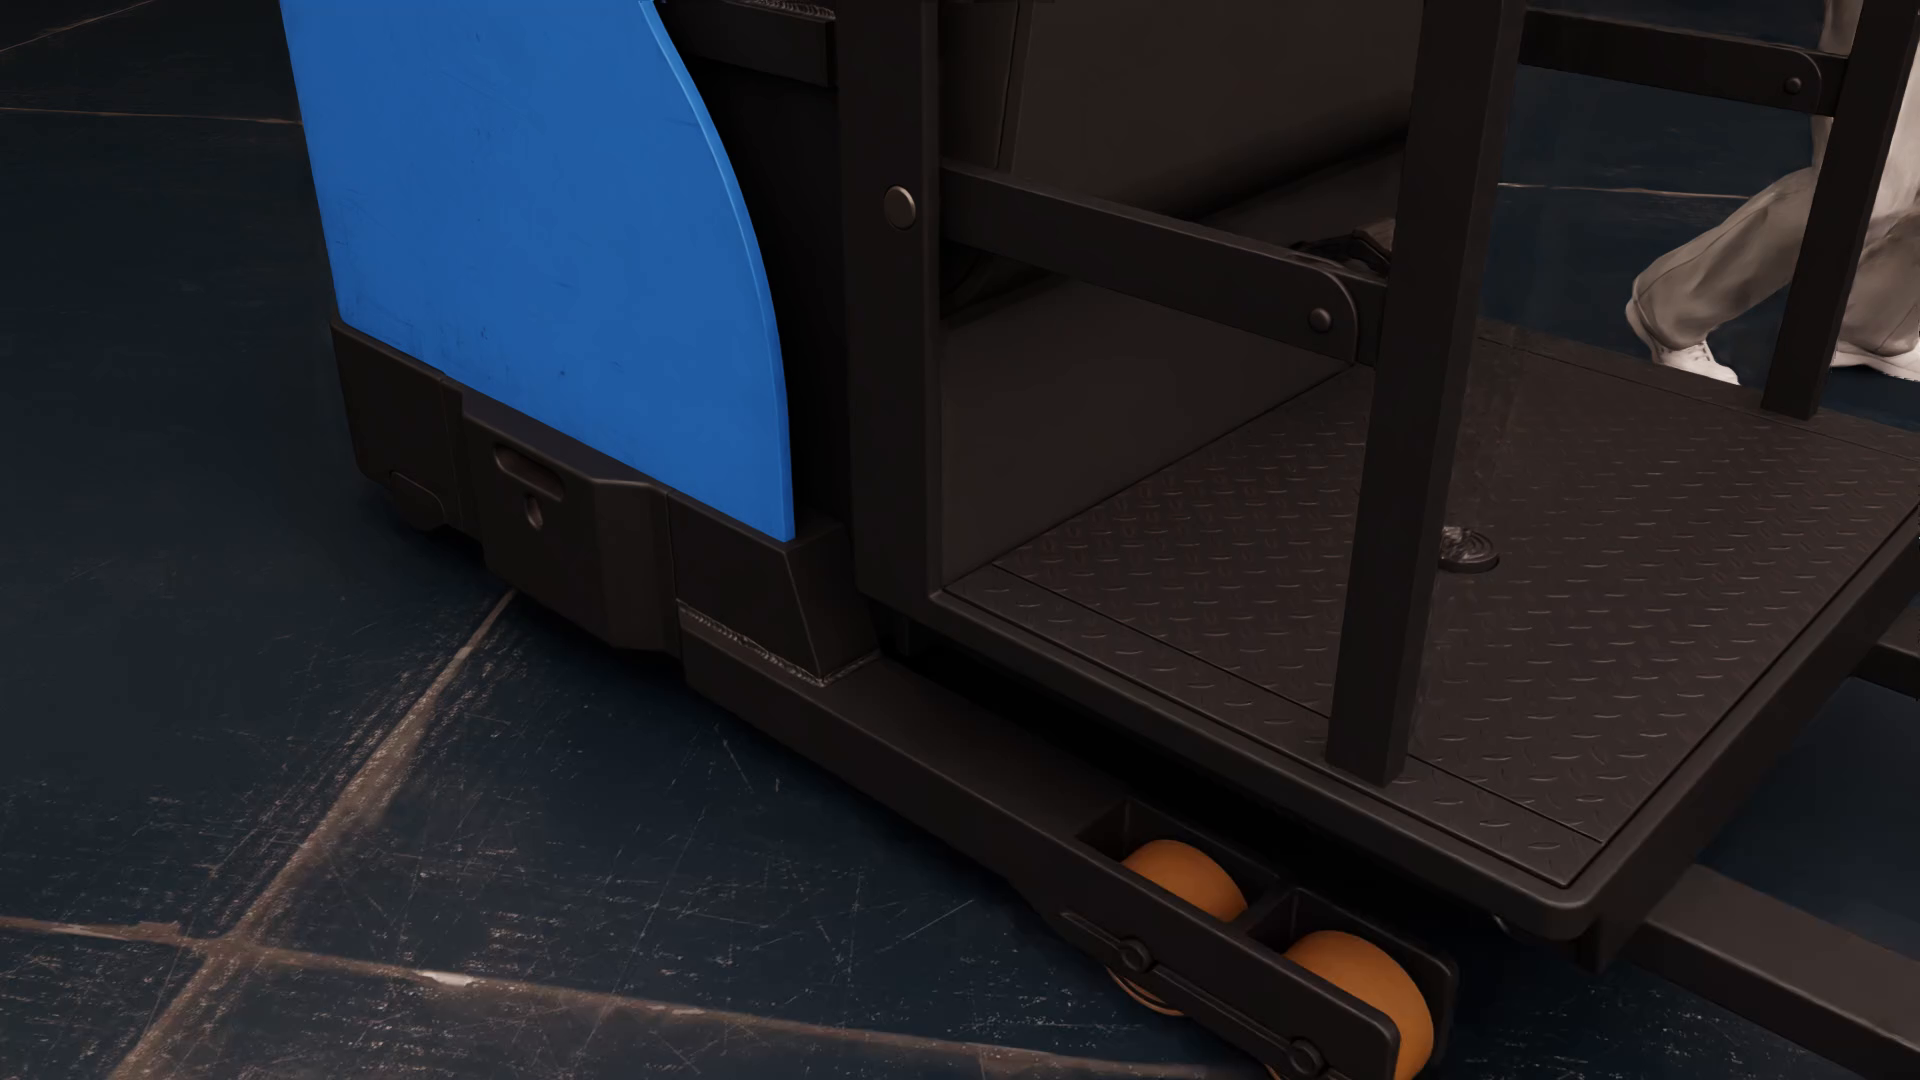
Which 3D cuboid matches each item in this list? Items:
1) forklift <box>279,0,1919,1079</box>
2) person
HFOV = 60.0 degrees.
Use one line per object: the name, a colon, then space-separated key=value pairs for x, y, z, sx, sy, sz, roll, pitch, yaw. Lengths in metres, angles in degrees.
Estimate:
forklift: x=0.485 y=-1.036 z=1.346 sx=3.031 sy=2.935 sz=1.130 roll=24 pitch=37 yaw=37
person: x=1.457 y=-0.942 z=2.576 sx=0.781 sy=1.591 sz=0.484 roll=-12 pitch=31 yaw=-20
